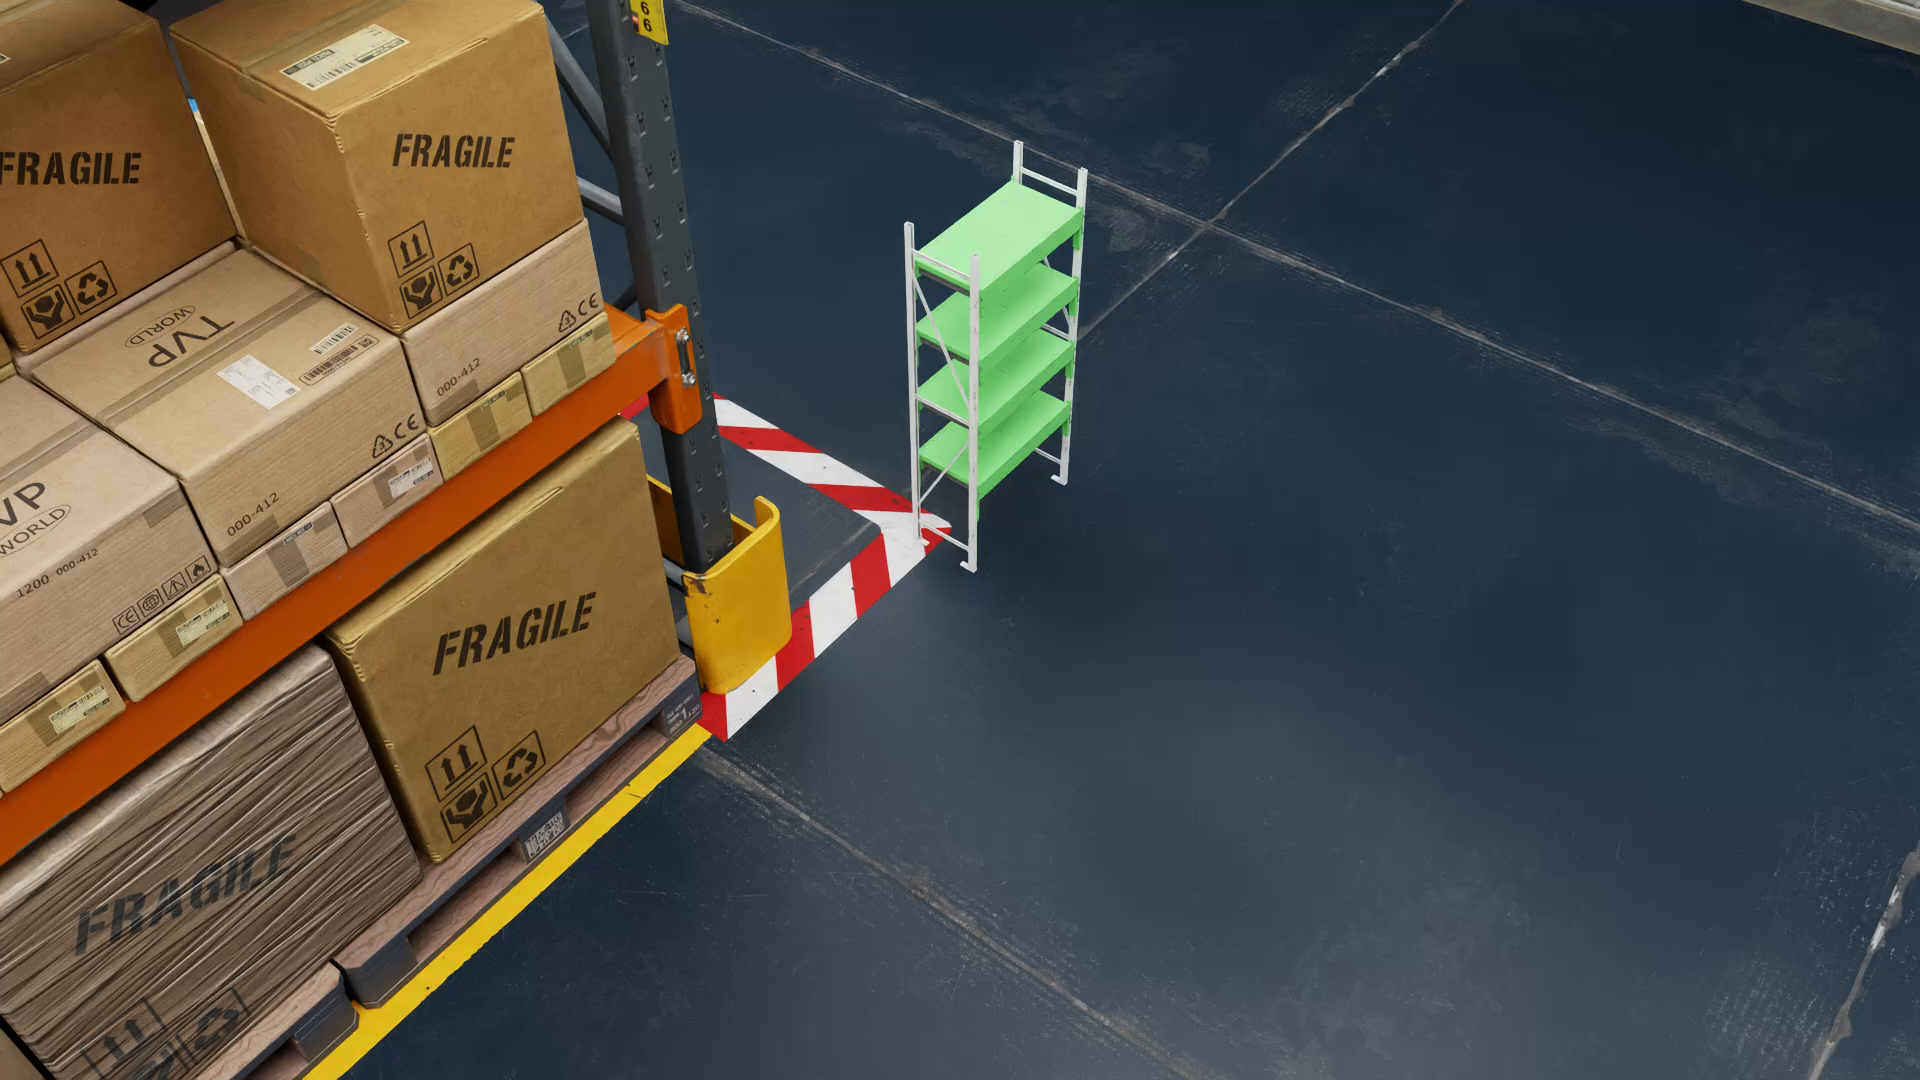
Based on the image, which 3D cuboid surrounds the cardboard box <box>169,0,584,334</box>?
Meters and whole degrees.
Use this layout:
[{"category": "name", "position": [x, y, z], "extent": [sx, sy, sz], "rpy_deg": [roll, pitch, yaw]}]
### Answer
[{"category": "cardboard box", "position": [-1.148, -0.827, 3.345], "extent": [0.500, 0.500, 0.500], "rpy_deg": [30, 53, 25]}]

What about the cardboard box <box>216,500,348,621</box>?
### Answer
[{"category": "cardboard box", "position": [-1.481, -0.040, 3.388], "extent": [0.380, 0.149, 0.250], "rpy_deg": [30, 53, 26]}]

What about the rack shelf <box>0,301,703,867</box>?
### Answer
[{"category": "rack shelf", "position": [-2.281, 0.481, 3.214], "extent": [1.077, 0.370, 4.000], "rpy_deg": [29, 53, 25]}]

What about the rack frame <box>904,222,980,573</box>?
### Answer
[{"category": "rack frame", "position": [-0.048, -0.370, 4.773], "extent": [0.240, 1.200, 0.015], "rpy_deg": [29, 53, 25]}]

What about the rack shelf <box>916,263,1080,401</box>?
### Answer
[{"category": "rack shelf", "position": [0.101, -0.631, 4.779], "extent": [0.258, 0.148, 0.480], "rpy_deg": [29, 53, 25]}]

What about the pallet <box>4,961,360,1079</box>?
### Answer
[{"category": "pallet", "position": [-2.231, 1.238, 3.921], "extent": [1.003, 0.211, 1.213], "rpy_deg": [29, 53, 25]}]

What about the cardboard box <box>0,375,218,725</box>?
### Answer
[{"category": "cardboard box", "position": [-1.766, 0.013, 3.061], "extent": [0.500, 0.250, 0.500], "rpy_deg": [27, 52, 24]}]

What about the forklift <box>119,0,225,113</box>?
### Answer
[{"category": "forklift", "position": [-3.254, -2.112, 5.241], "extent": [3.031, 2.935, 1.130], "rpy_deg": [10, 47, 10]}]

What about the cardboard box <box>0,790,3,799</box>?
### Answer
[{"category": "cardboard box", "position": [-1.950, 0.399, 2.968], "extent": [0.380, 0.149, 0.250], "rpy_deg": [30, 53, 26]}]

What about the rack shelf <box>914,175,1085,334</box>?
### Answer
[{"category": "rack shelf", "position": [0.101, -0.797, 4.606], "extent": [0.258, 0.148, 0.480], "rpy_deg": [29, 53, 25]}]

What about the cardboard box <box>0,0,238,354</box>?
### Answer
[{"category": "cardboard box", "position": [-1.871, -0.781, 3.301], "extent": [0.500, 0.500, 0.500], "rpy_deg": [28, 52, 24]}]

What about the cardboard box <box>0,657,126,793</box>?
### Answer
[{"category": "cardboard box", "position": [-1.797, 0.258, 3.103], "extent": [0.380, 0.149, 0.250], "rpy_deg": [29, 53, 25]}]

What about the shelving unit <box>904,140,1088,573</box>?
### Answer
[{"category": "shelving unit", "position": [0.101, -0.509, 4.907], "extent": [0.258, 1.200, 0.503], "rpy_deg": [29, 53, 25]}]

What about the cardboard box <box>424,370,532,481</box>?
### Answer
[{"category": "cardboard box", "position": [-1.173, -0.326, 3.661], "extent": [0.380, 0.149, 0.250], "rpy_deg": [30, 53, 25]}]

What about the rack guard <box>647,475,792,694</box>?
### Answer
[{"category": "rack guard", "position": [-1.044, -0.062, 4.964], "extent": [1.175, 0.500, 0.348], "rpy_deg": [29, 53, 25]}]

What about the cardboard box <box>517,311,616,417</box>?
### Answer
[{"category": "cardboard box", "position": [-1.015, -0.476, 3.804], "extent": [0.380, 0.149, 0.250], "rpy_deg": [30, 53, 26]}]

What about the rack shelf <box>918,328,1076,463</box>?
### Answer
[{"category": "rack shelf", "position": [0.101, -0.465, 4.953], "extent": [0.258, 0.148, 0.480], "rpy_deg": [29, 53, 25]}]

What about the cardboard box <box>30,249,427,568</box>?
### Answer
[{"category": "cardboard box", "position": [-1.455, -0.278, 3.340], "extent": [0.500, 0.250, 0.500], "rpy_deg": [28, 53, 24]}]

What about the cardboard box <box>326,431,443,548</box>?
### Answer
[{"category": "cardboard box", "position": [-1.328, -0.183, 3.524], "extent": [0.380, 0.149, 0.250], "rpy_deg": [29, 53, 25]}]

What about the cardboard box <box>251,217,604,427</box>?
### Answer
[{"category": "cardboard box", "position": [-1.145, -0.568, 3.617], "extent": [0.500, 0.250, 0.500], "rpy_deg": [28, 53, 24]}]

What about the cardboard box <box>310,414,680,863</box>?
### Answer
[{"category": "cardboard box", "position": [-1.386, 0.078, 4.280], "extent": [0.875, 0.875, 0.875], "rpy_deg": [29, 53, 25]}]

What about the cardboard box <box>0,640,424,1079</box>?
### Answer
[{"category": "cardboard box", "position": [-1.943, 0.599, 3.782], "extent": [0.875, 0.875, 0.875], "rpy_deg": [29, 53, 25]}]

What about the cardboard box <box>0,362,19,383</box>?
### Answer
[{"category": "cardboard box", "position": [-2.188, -0.221, 3.285], "extent": [0.500, 0.250, 0.500], "rpy_deg": [28, 52, 24]}]

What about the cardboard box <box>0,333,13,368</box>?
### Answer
[{"category": "cardboard box", "position": [-2.183, -0.481, 3.015], "extent": [0.500, 0.500, 0.500], "rpy_deg": [28, 52, 24]}]

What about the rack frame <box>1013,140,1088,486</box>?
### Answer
[{"category": "rack frame", "position": [0.250, -0.649, 5.040], "extent": [0.240, 1.200, 0.015], "rpy_deg": [29, 53, 25]}]

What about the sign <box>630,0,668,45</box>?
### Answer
[{"category": "sign", "position": [-0.637, -1.146, 3.306], "extent": [0.100, 0.325, 0.005], "rpy_deg": [29, 53, 25]}]

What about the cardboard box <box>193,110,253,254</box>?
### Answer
[{"category": "cardboard box", "position": [-1.565, -0.808, 3.845], "extent": [0.500, 0.250, 0.500], "rpy_deg": [28, 52, 24]}]

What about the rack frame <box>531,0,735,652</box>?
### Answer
[{"category": "rack frame", "position": [-1.058, -0.912, 4.047], "extent": [1.000, 3.000, 0.127], "rpy_deg": [29, 53, 25]}]

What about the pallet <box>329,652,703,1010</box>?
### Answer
[{"category": "pallet", "position": [-1.485, 0.543, 4.585], "extent": [1.003, 0.211, 1.213], "rpy_deg": [29, 53, 25]}]

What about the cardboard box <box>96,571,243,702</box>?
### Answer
[{"category": "cardboard box", "position": [-1.639, 0.109, 3.245], "extent": [0.380, 0.149, 0.250], "rpy_deg": [28, 52, 24]}]

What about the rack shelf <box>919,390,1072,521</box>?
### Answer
[{"category": "rack shelf", "position": [0.101, -0.299, 5.126], "extent": [0.258, 0.148, 0.480], "rpy_deg": [29, 53, 25]}]

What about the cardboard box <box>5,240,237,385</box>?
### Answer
[{"category": "cardboard box", "position": [-1.878, -0.507, 3.558], "extent": [0.500, 0.250, 0.500], "rpy_deg": [29, 53, 25]}]
